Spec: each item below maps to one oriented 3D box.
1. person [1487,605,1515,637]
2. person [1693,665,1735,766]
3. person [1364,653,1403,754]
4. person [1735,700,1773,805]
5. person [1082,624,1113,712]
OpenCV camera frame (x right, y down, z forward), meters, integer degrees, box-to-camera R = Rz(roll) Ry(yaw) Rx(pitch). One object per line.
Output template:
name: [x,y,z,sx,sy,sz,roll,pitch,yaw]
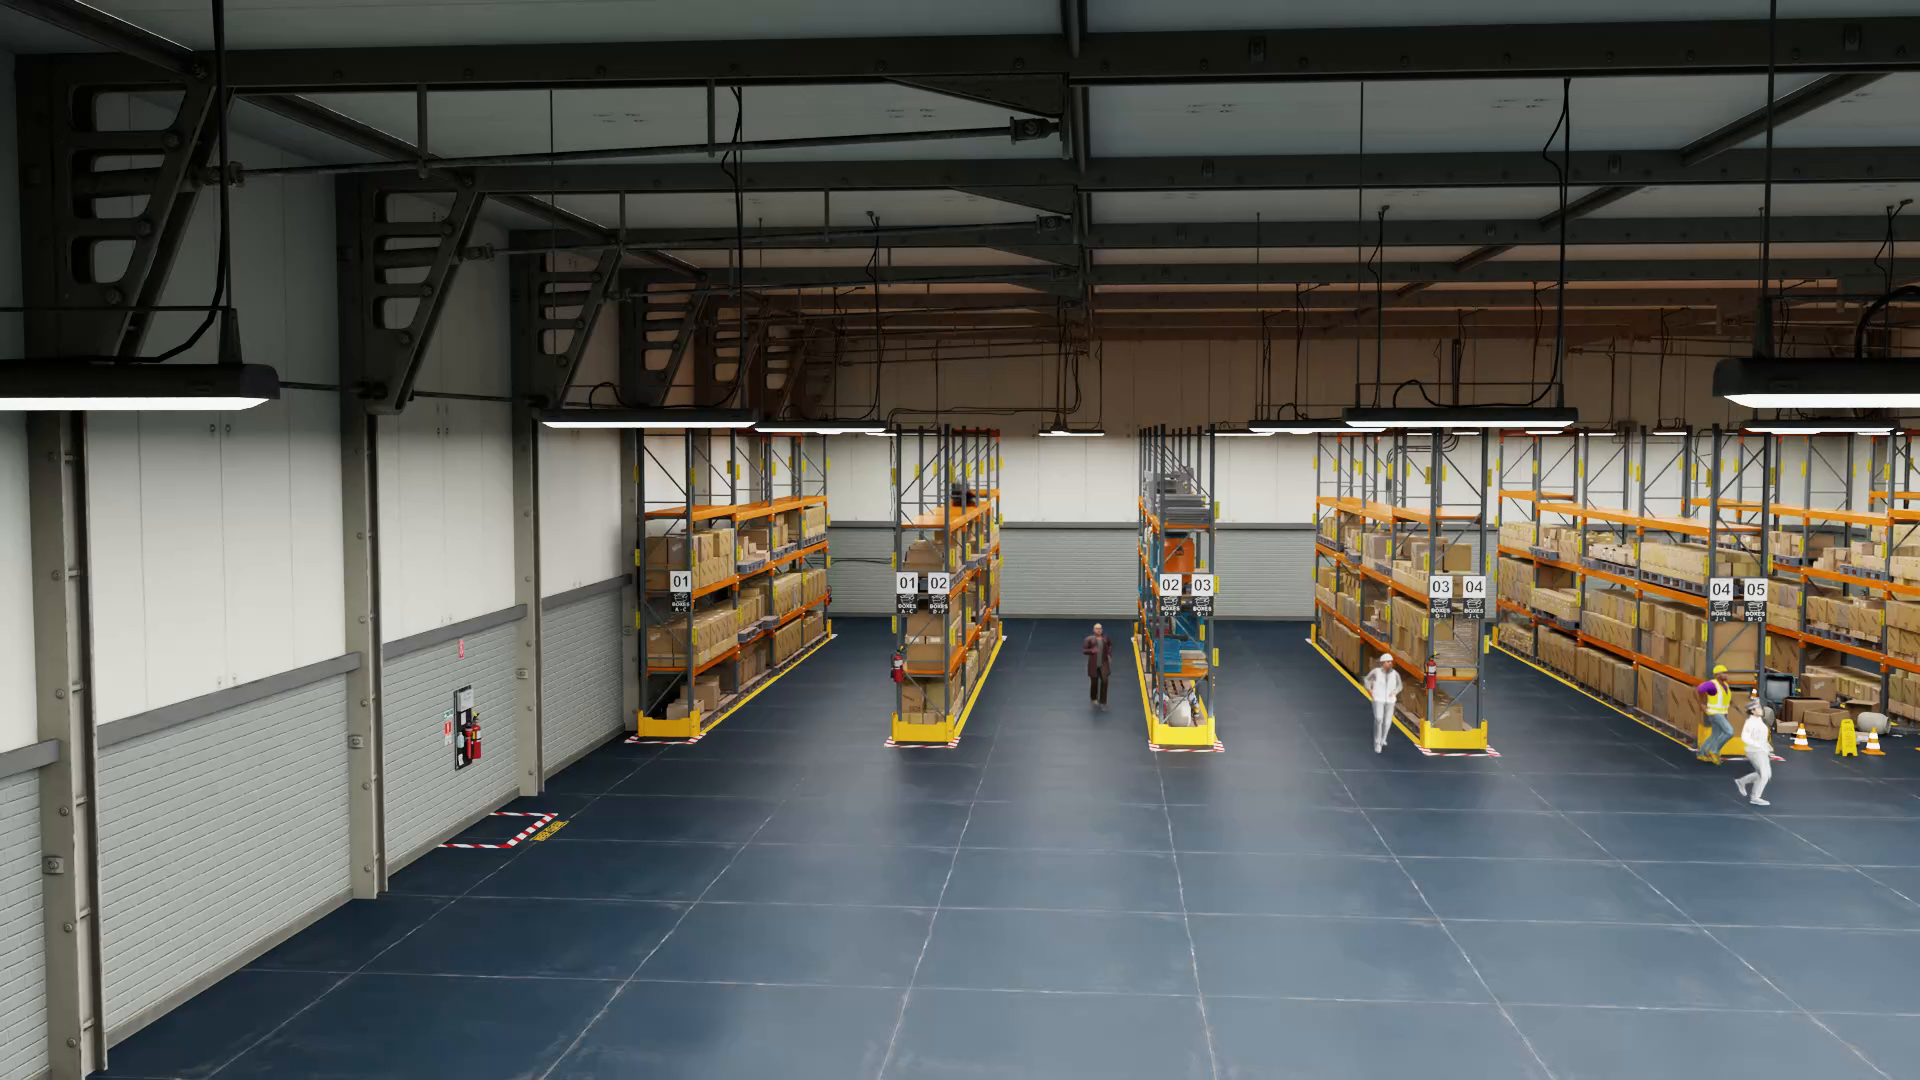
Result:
person: [15.517,1.965,47.568,0.957,1.672,0.706,3,5,41]
person: [13.319,3.071,29.233,0.696,1.748,0.663,-3,5,-43]
person: [7.808,2.987,30.584,0.656,1.814,0.789,0,3,-1]
person: [12.436,3.309,26.053,0.578,1.646,0.613,3,5,44]
person: [2.923,2.680,35.180,0.685,1.831,0.831,0,3,-4]
